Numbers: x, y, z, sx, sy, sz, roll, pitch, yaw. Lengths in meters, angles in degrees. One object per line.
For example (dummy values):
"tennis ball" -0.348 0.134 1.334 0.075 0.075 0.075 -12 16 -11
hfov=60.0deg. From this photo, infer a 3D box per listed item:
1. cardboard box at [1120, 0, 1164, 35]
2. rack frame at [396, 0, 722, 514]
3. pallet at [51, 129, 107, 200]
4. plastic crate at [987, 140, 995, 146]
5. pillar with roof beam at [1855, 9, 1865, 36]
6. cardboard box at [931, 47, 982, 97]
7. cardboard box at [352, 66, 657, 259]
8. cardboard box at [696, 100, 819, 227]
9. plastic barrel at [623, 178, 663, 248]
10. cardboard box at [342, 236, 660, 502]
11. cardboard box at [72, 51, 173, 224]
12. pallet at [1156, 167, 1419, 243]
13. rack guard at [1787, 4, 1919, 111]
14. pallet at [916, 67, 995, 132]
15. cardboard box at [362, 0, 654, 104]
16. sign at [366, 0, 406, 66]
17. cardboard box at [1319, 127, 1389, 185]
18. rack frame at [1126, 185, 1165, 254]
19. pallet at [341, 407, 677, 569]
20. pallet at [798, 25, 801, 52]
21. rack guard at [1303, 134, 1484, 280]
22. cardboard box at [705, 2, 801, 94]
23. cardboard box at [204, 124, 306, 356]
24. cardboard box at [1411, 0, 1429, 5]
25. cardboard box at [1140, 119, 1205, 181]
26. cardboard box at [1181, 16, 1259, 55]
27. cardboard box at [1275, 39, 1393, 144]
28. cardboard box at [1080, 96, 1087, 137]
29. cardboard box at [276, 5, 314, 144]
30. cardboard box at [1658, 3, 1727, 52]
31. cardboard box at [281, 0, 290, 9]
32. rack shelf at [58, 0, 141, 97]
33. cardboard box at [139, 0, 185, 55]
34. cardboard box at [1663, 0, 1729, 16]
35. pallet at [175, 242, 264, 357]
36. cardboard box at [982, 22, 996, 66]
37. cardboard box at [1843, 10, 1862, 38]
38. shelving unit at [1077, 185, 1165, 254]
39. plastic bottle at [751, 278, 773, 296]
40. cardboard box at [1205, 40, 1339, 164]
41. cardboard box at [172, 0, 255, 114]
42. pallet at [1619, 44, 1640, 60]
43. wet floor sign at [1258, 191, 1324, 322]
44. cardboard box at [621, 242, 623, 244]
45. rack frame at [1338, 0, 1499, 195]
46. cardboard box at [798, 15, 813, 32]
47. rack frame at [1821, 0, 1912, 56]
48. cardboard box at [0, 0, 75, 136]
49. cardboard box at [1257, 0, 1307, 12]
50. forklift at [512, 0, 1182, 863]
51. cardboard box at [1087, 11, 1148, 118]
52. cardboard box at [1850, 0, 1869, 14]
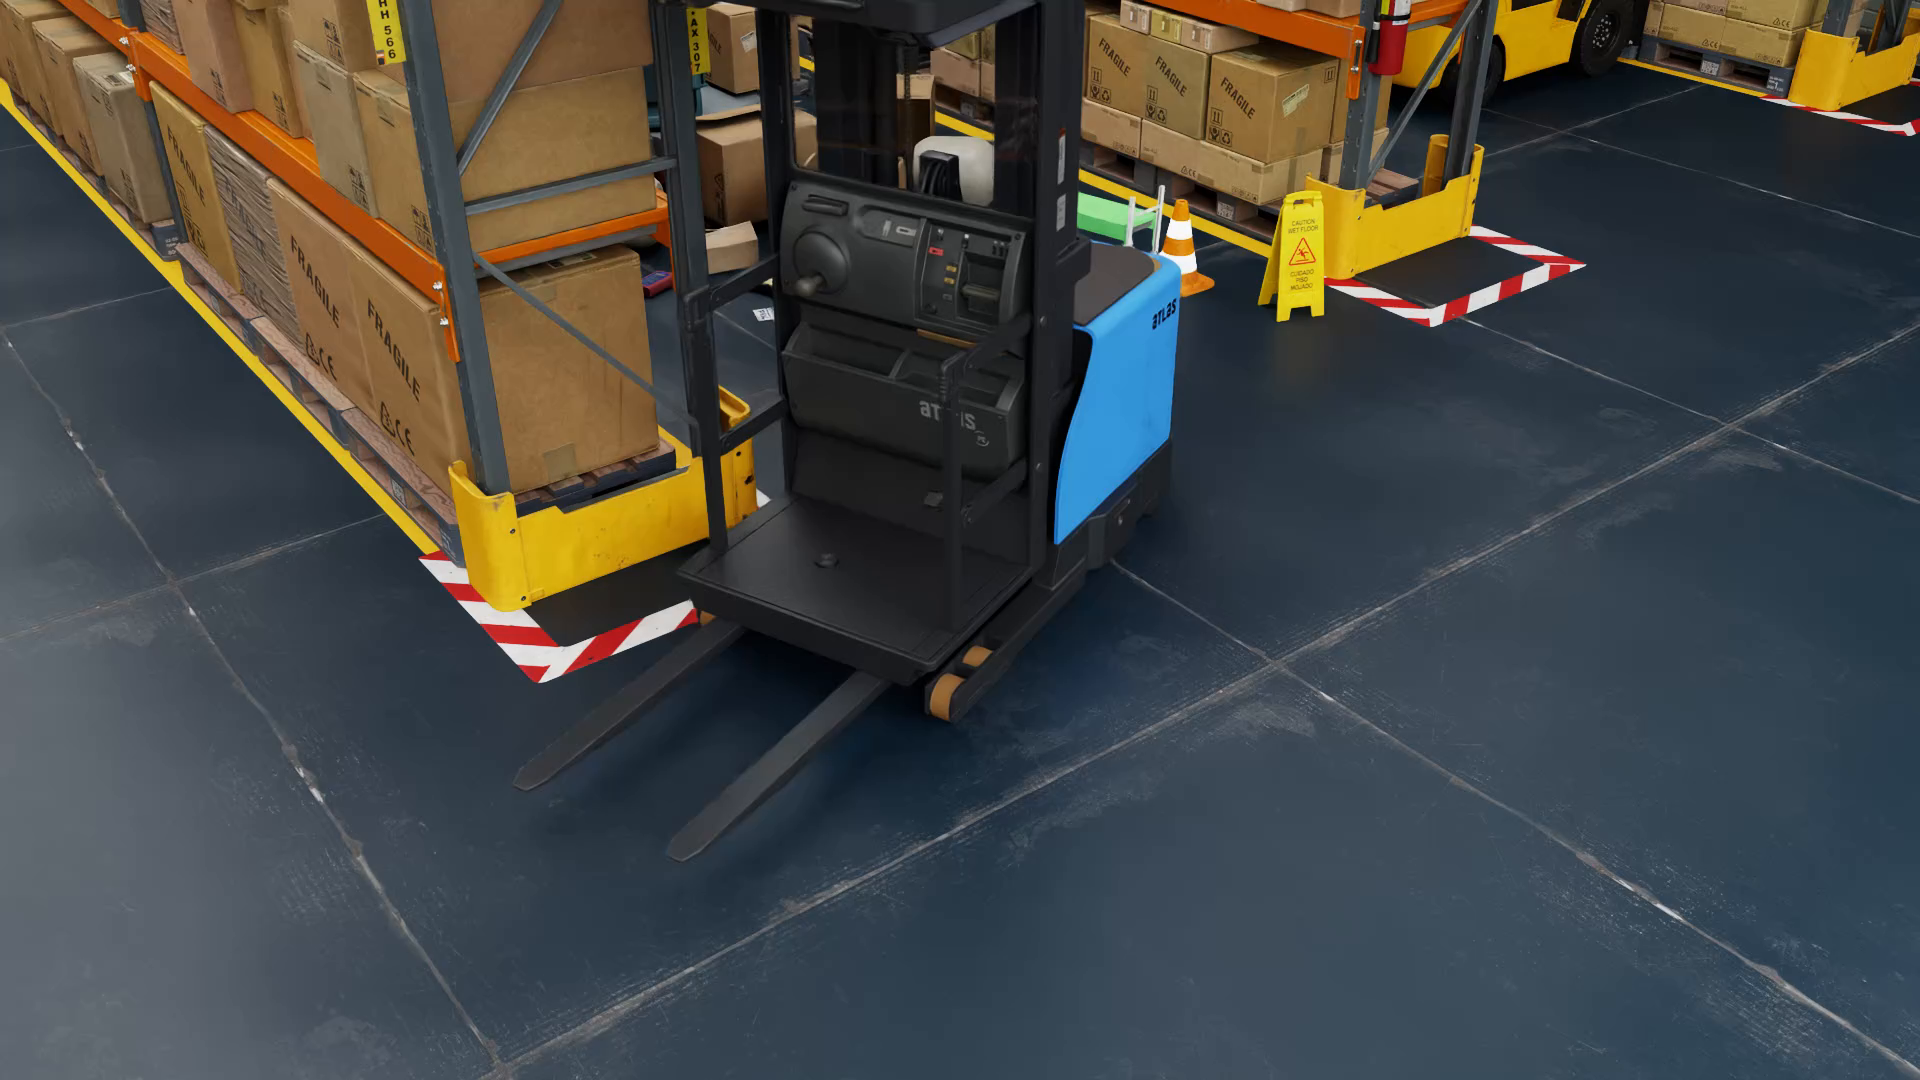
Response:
"cardboard box" 1.166 -3.103 9.785 0.380 0.149 0.250 -21 37 -29
"rack frame" -1.394 -1.258 5.932 1.000 3.000 0.127 -22 38 -31
"pallet" -5.132 -2.546 10.649 1.003 0.211 1.213 -22 38 -31
"plastic crate" 0.316 -2.408 10.552 0.583 0.080 0.402 18 36 27
"pillar with roof beam" 3.257 -6.246 8.278 9.100 9.000 0.400 -22 38 -31
"cardboard box" 0.149 -3.245 11.340 0.500 0.250 0.500 -24 39 -33
"cardboard box" -1.658 -1.461 6.118 0.875 0.550 0.550 -22 38 -31
"cardboard box" -1.203 -2.198 9.684 0.797 0.637 0.503 -22 38 -31
"plastic barrel" -1.940 -1.854 9.334 0.512 0.421 0.421 1 32 2
"cardboard box" -1.862 -0.795 6.802 0.875 0.875 0.875 -22 38 -31
"cardboard box" -4.299 -2.377 9.468 1.050 0.750 0.750 -22 38 -32
"pallet" 1.937 -2.098 9.929 1.003 0.211 1.213 -22 38 -31
"rack guard" 6.387 -3.437 11.810 1.175 0.500 0.348 -22 38 -31
"pallet" 0.441 -3.115 11.566 1.003 0.211 1.213 -22 38 -31
"cardboard box" -1.591 -1.947 5.877 0.875 0.550 0.550 -22 38 -31
"sign" -1.831 -1.680 5.291 0.100 0.325 0.005 -22 38 -31
"cardboard box" 2.178 -2.337 9.878 0.500 0.250 0.500 -23 38 -32
"rack frame" 0.732 -0.885 7.021 0.015 1.200 0.240 23 34 32
"pallet" -1.946 -0.381 7.163 1.003 0.211 1.213 -22 38 -31
"pallet" -1.230 -4.217 13.339 1.003 0.211 1.213 -22 38 -31
"rack guard" 2.407 -1.871 9.289 1.175 0.500 0.348 -22 38 -31
"cardboard box" -1.387 -3.240 10.775 0.500 0.500 0.500 -22 38 -31
"cardboard box" -2.961 -1.541 8.004 0.875 0.875 0.875 -22 38 -31
"cardboard box" 2.409 -3.003 8.980 0.380 0.149 0.250 -22 38 -31
"cardboard box" 1.434 -2.380 9.947 0.500 0.250 0.500 -22 38 -31
"cardboard box" 1.478 -2.887 9.437 0.380 0.149 0.250 -21 38 -30
"cardboard box" 2.163 -2.666 9.696 0.500 0.500 0.500 -24 39 -33
"cardboard box" 0.813 -2.806 10.634 0.500 0.250 0.500 -23 38 -32
"cardboard box" -2.256 -1.958 6.917 0.875 0.550 0.550 -22 38 -31
"cardboard box" 5.537 -3.823 12.270 0.500 0.250 0.500 -22 38 -31
"cardboard box" -2.238 -2.424 6.644 0.875 0.550 0.550 -22 38 -31
"rack shelf" -5.074 -3.453 10.148 1.077 0.370 4.000 -22 38 -31
"cardboard box" -3.612 -2.839 8.335 0.875 0.550 0.550 -22 38 -31
"cardboard box" 5.528 -4.046 12.155 0.500 0.250 0.500 -23 38 -32
"pallet" -3.443 -1.398 8.801 1.003 0.211 1.213 -22 38 -31
"cardboard box" 0.487 -3.345 10.790 0.500 0.500 0.500 -21 37 -30
"cardboard box" 6.226 -3.787 12.213 0.500 0.250 0.500 -22 38 -31
"shelving unit" 0.541 -0.965 7.150 0.503 1.200 0.258 23 34 32
"plastic bottle" -1.049 -1.376 8.908 0.283 0.061 0.133 18 36 27
"cardboard box" 1.757 -2.480 9.397 0.500 0.500 0.500 -22 38 -31
"cardboard box" -3.018 -2.353 7.554 0.875 0.550 0.550 -22 38 -31
"pallet" 5.126 -4.138 13.212 1.003 0.211 1.213 -22 38 -31
"wet floor sign" 1.725 -1.476 8.515 0.267 0.644 0.232 -10 33 -15
"cardboard box" -2.085 -1.549 8.768 0.500 0.500 0.500 -16 35 -23
"rack frame" 2.454 -2.901 8.578 1.000 3.000 0.127 -22 38 -31
"cardboard box" -0.766 -4.147 12.676 0.950 0.372 0.625 -20 37 -29
"rack frame" 6.372 -4.509 11.166 1.000 3.000 0.127 -22 38 -31
"cardboard box" -5.459 -3.168 10.742 1.050 0.750 0.750 -22 38 -31
"cardboard box" 1.812 -2.951 8.896 0.380 0.149 0.250 -23 38 -32
"forklift" -0.313 -0.896 5.415 1.130 2.935 3.031 18 36 26
"cardboard box" 1.130 -2.909 10.088 0.500 0.500 0.500 -23 39 -32
"cardboard box" 6.248 -3.995 12.073 0.500 0.250 0.500 -21 38 -31
